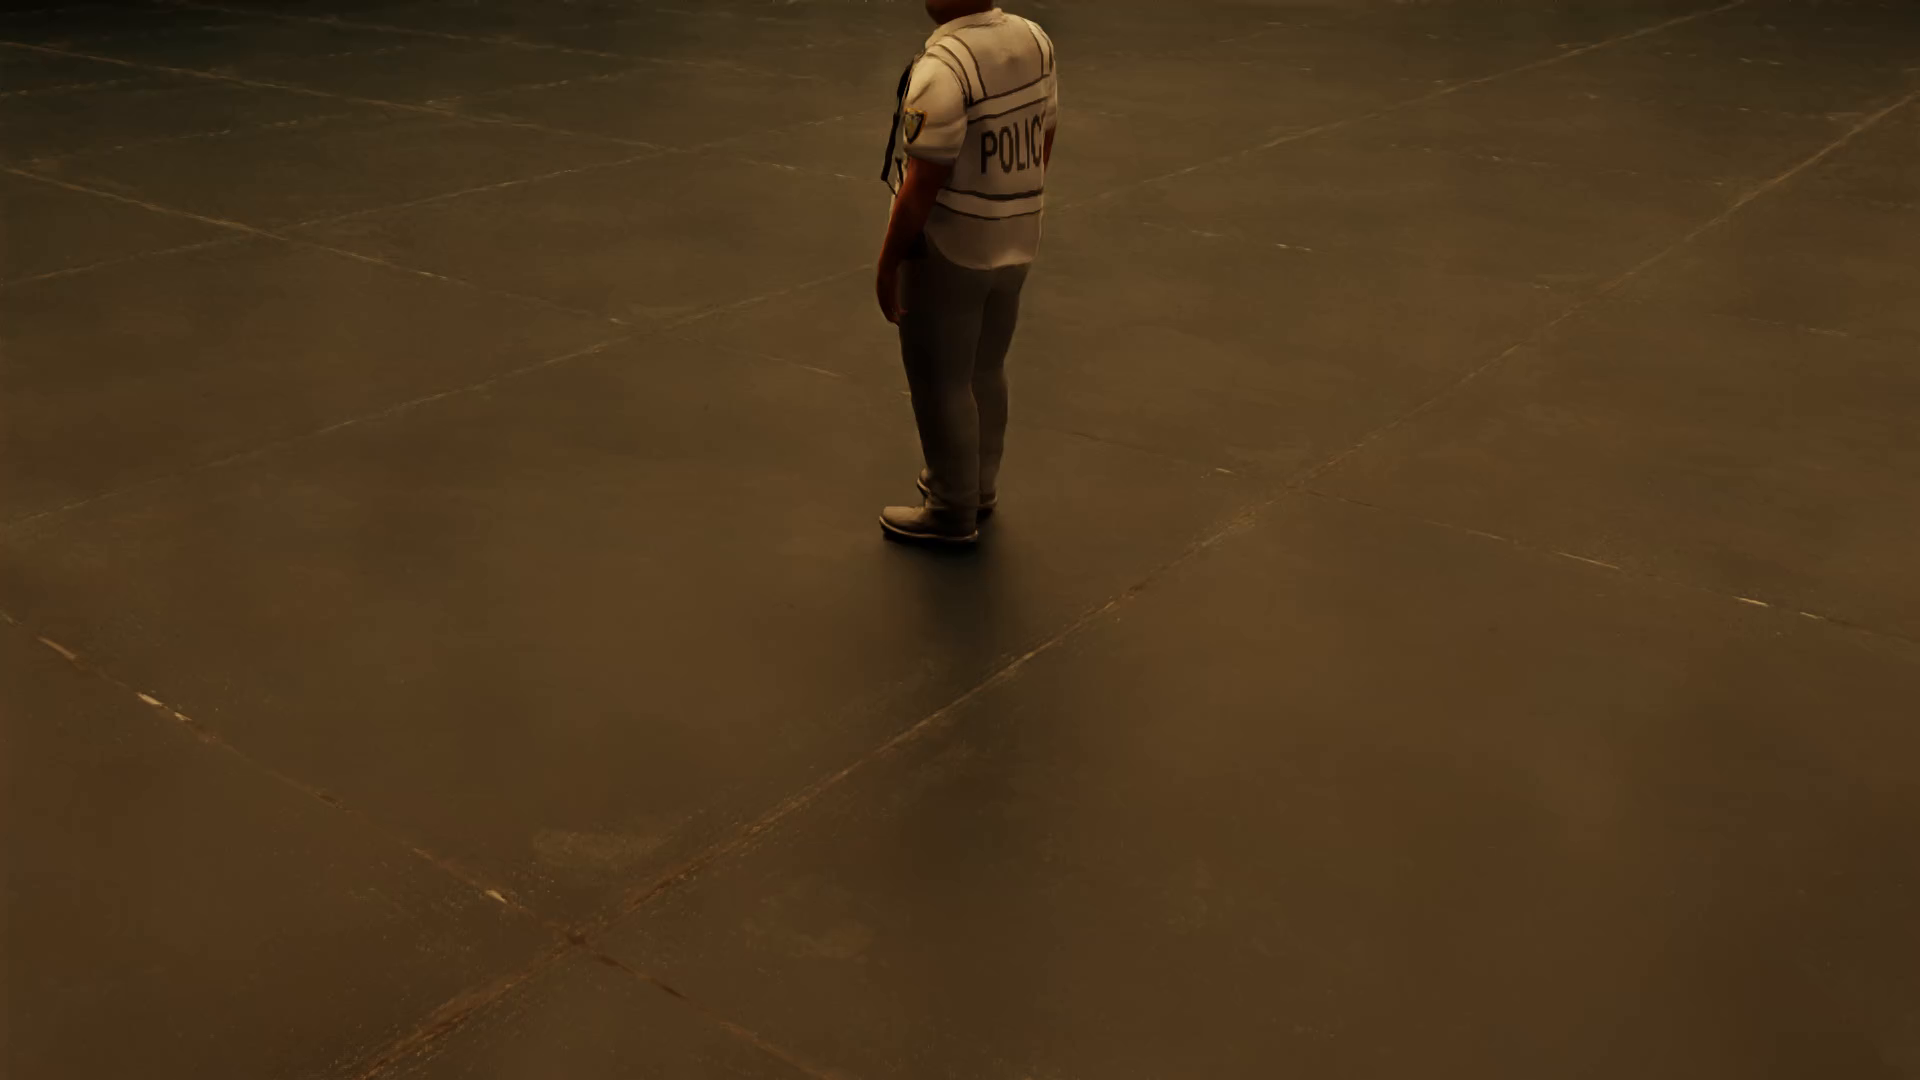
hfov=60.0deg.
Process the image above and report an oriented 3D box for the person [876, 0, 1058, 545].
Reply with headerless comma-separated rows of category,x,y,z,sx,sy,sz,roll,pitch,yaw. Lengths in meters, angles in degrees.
person,-0.055,-0.847,4.708,0.574,1.781,0.640,17,29,34
